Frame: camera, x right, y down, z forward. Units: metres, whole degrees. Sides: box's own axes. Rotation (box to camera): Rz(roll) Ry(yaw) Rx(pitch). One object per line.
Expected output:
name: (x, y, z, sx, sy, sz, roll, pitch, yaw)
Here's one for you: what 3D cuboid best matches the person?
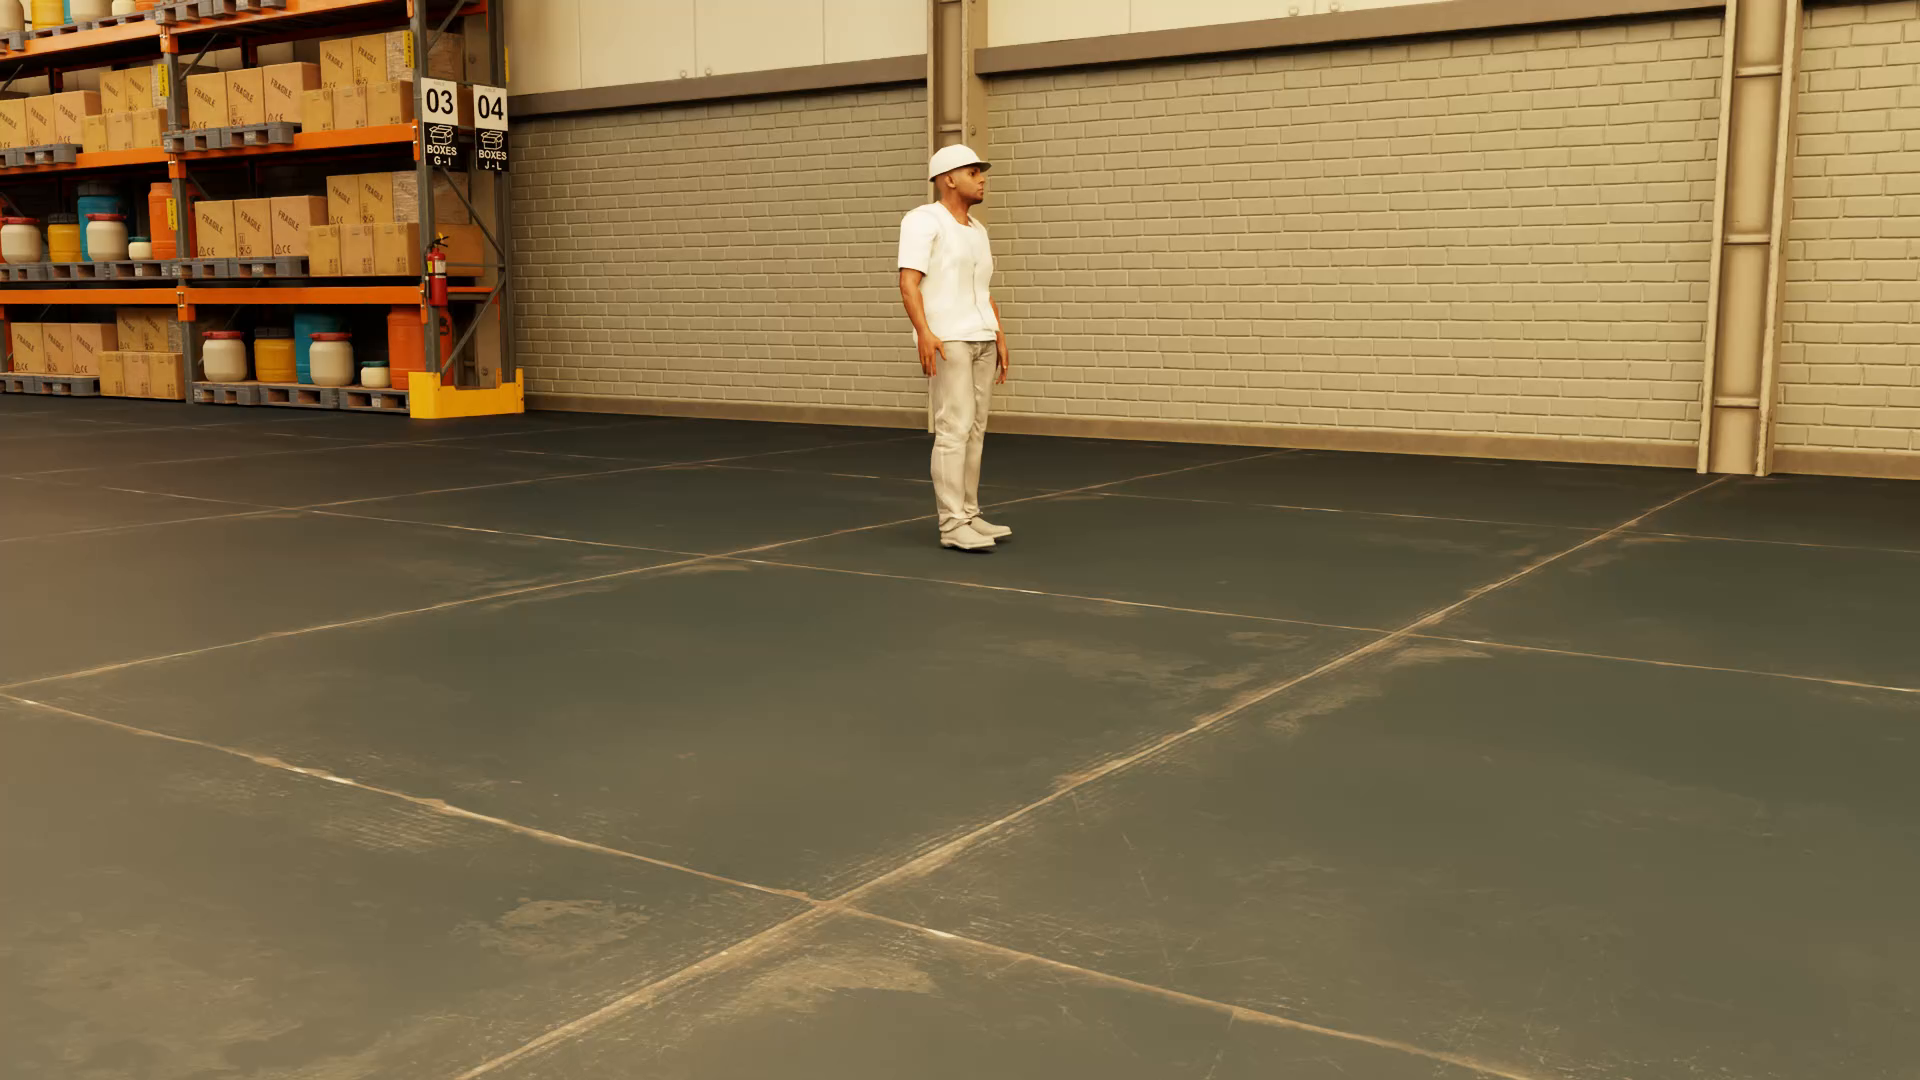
person: (0.054, -0.876, 7.435, 0.577, 1.765, 0.665, 5, 10, 34)
